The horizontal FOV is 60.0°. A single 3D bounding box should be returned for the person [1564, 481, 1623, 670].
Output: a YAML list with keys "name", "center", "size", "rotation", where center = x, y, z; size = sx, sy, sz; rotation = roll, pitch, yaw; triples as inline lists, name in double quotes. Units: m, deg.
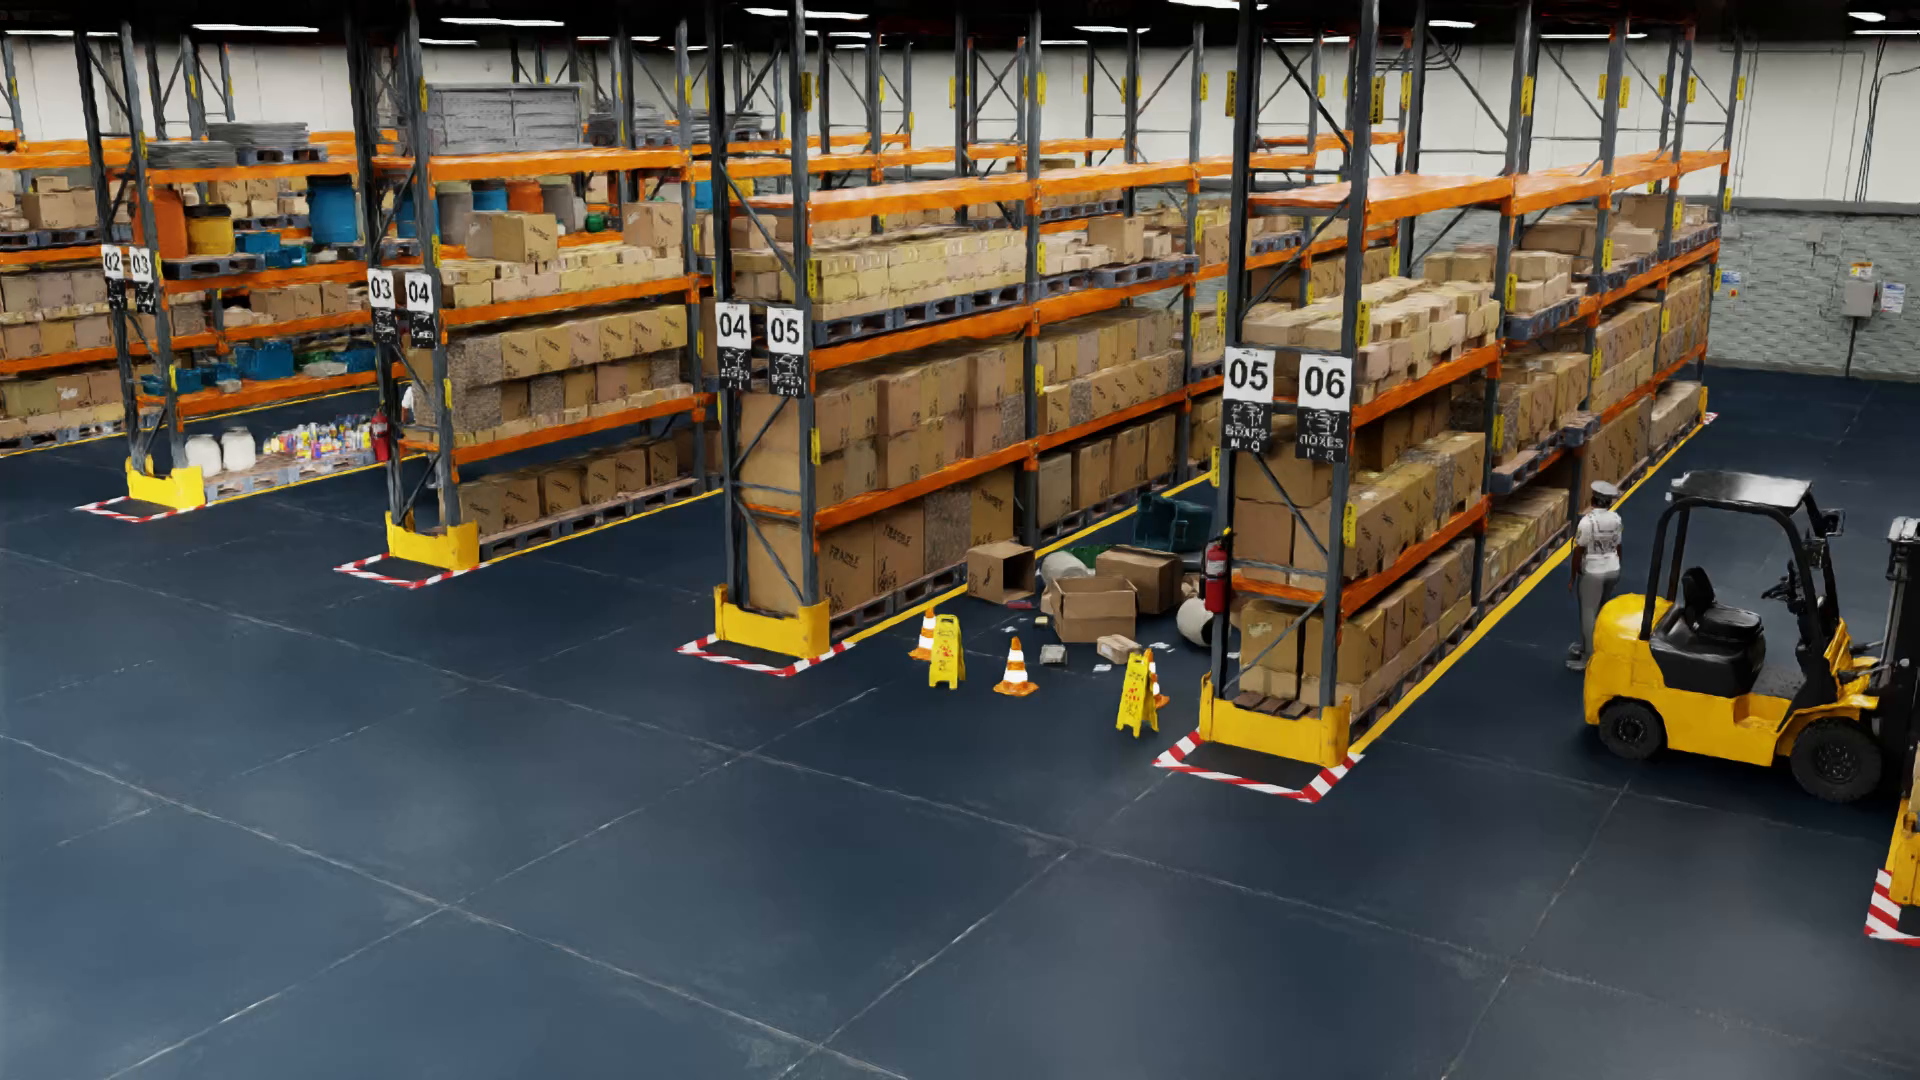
- name: "person"
  center: [5.702, 0.301, 14.983]
  size: [0.574, 1.665, 0.551]
  rotation: [-7, 17, -24]

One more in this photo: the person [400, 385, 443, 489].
- name: "person"
  center: [-6.680, -1.402, 21.072]
  size: [0.708, 1.702, 0.843]
  rotation: [4, 16, 15]
